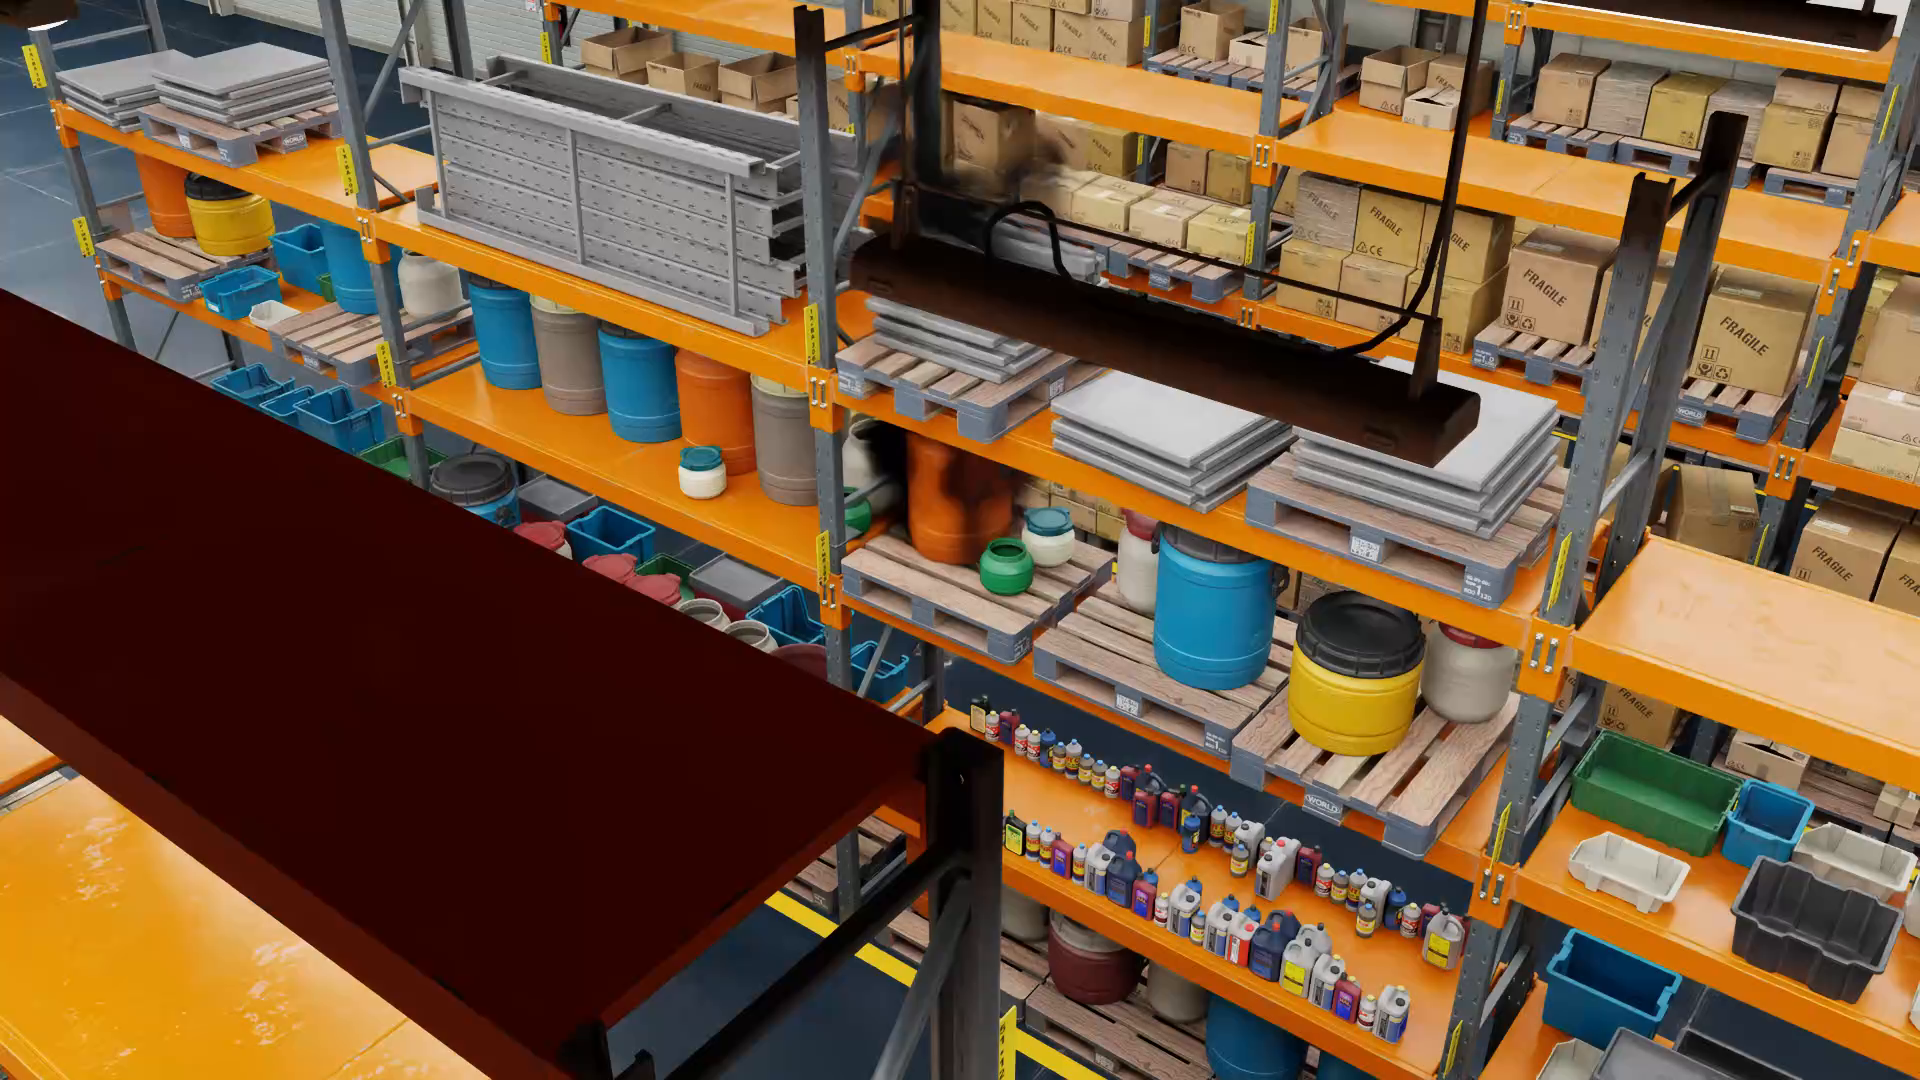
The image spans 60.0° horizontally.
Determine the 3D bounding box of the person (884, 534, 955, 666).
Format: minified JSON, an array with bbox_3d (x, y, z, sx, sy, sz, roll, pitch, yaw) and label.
[{"bbox_3d":[-0.315,0.269,12.769,0.618,1.632,0.519,14,34,22],"label":"person"}]
